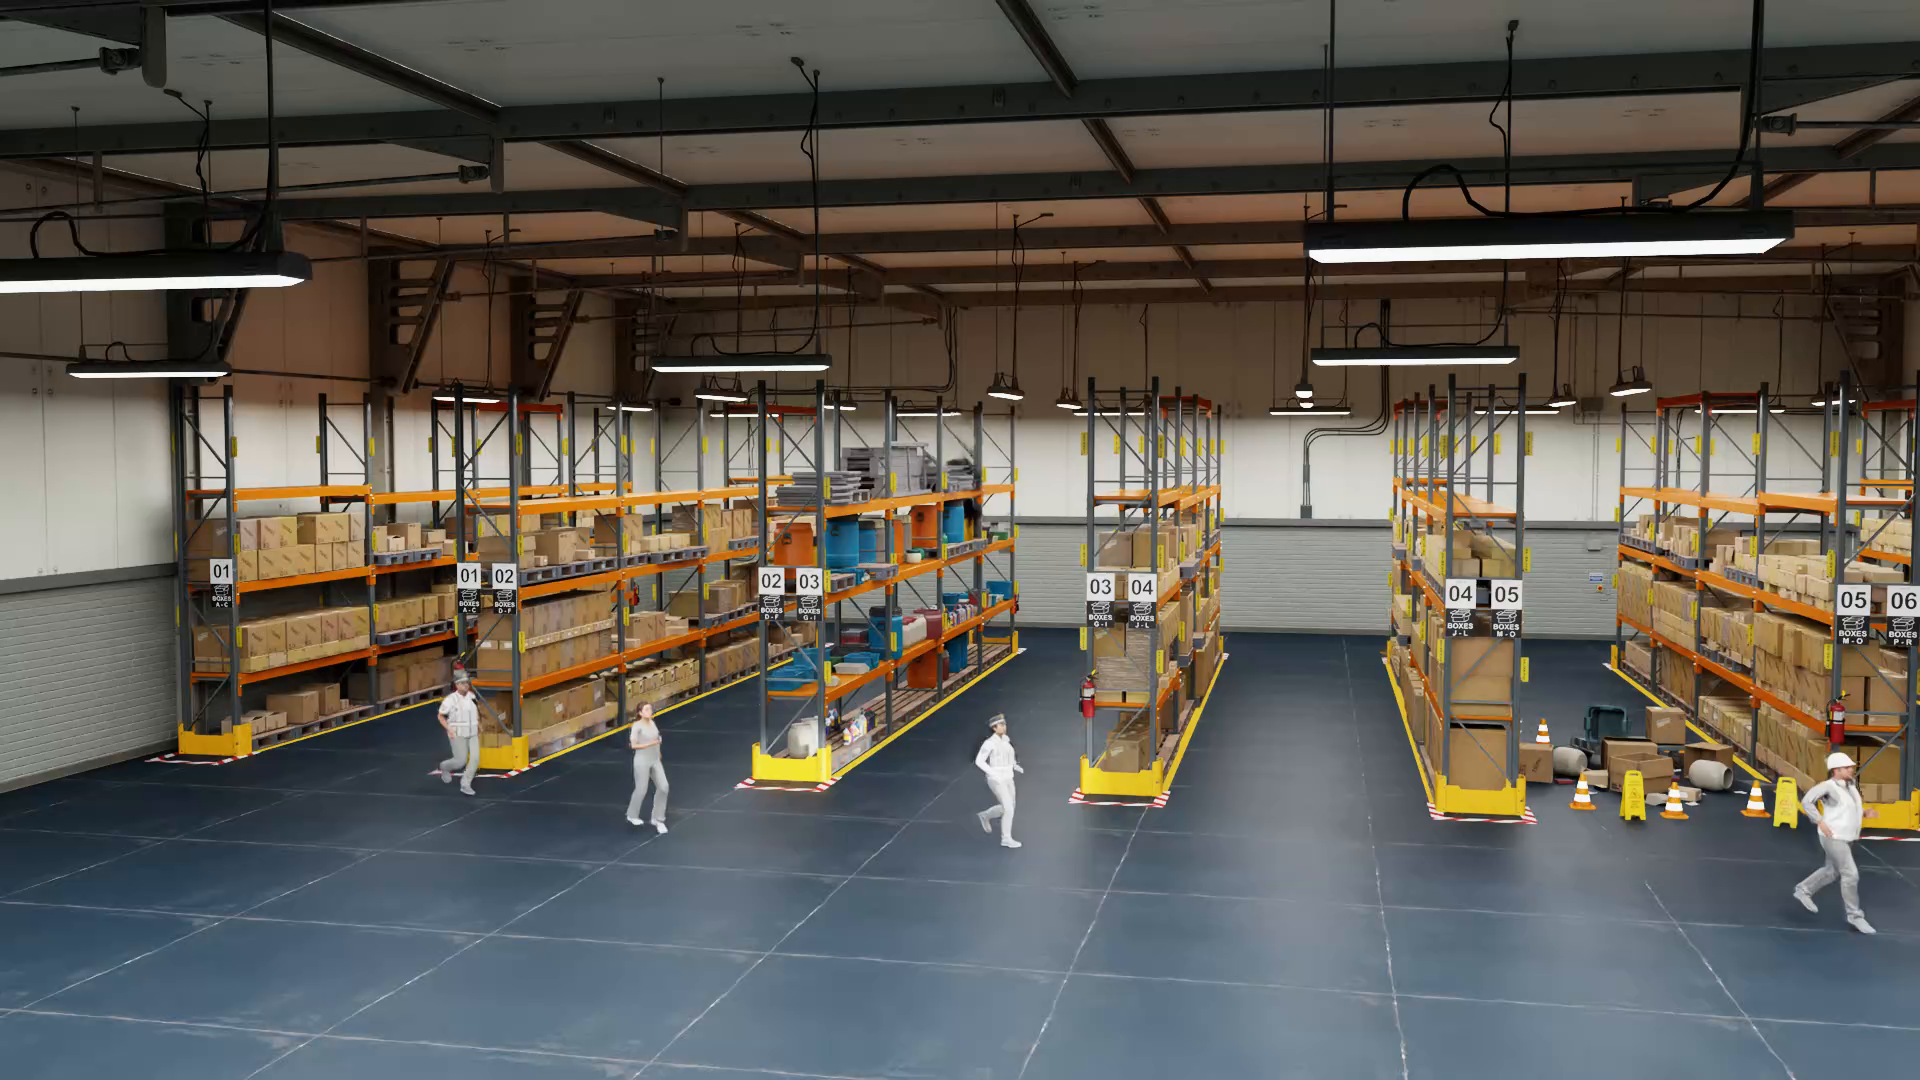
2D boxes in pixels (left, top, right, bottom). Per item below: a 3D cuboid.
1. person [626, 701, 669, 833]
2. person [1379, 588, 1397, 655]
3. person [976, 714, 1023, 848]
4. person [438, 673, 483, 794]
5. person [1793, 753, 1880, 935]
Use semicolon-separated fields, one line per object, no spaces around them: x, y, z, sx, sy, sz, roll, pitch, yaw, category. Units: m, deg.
-4.085;2.950;21.669;0.716;1.723;0.547;3;4;41;person
10.423;1.916;39.793;0.735;1.718;0.932;1;3;12;person
0.479;3.001;20.897;0.698;1.653;0.621;3;4;39;person
-7.223;2.798;24.111;0.641;1.743;0.675;3;4;40;person
9.194;3.131;17.431;0.652;1.813;0.898;-3;4;-38;person
